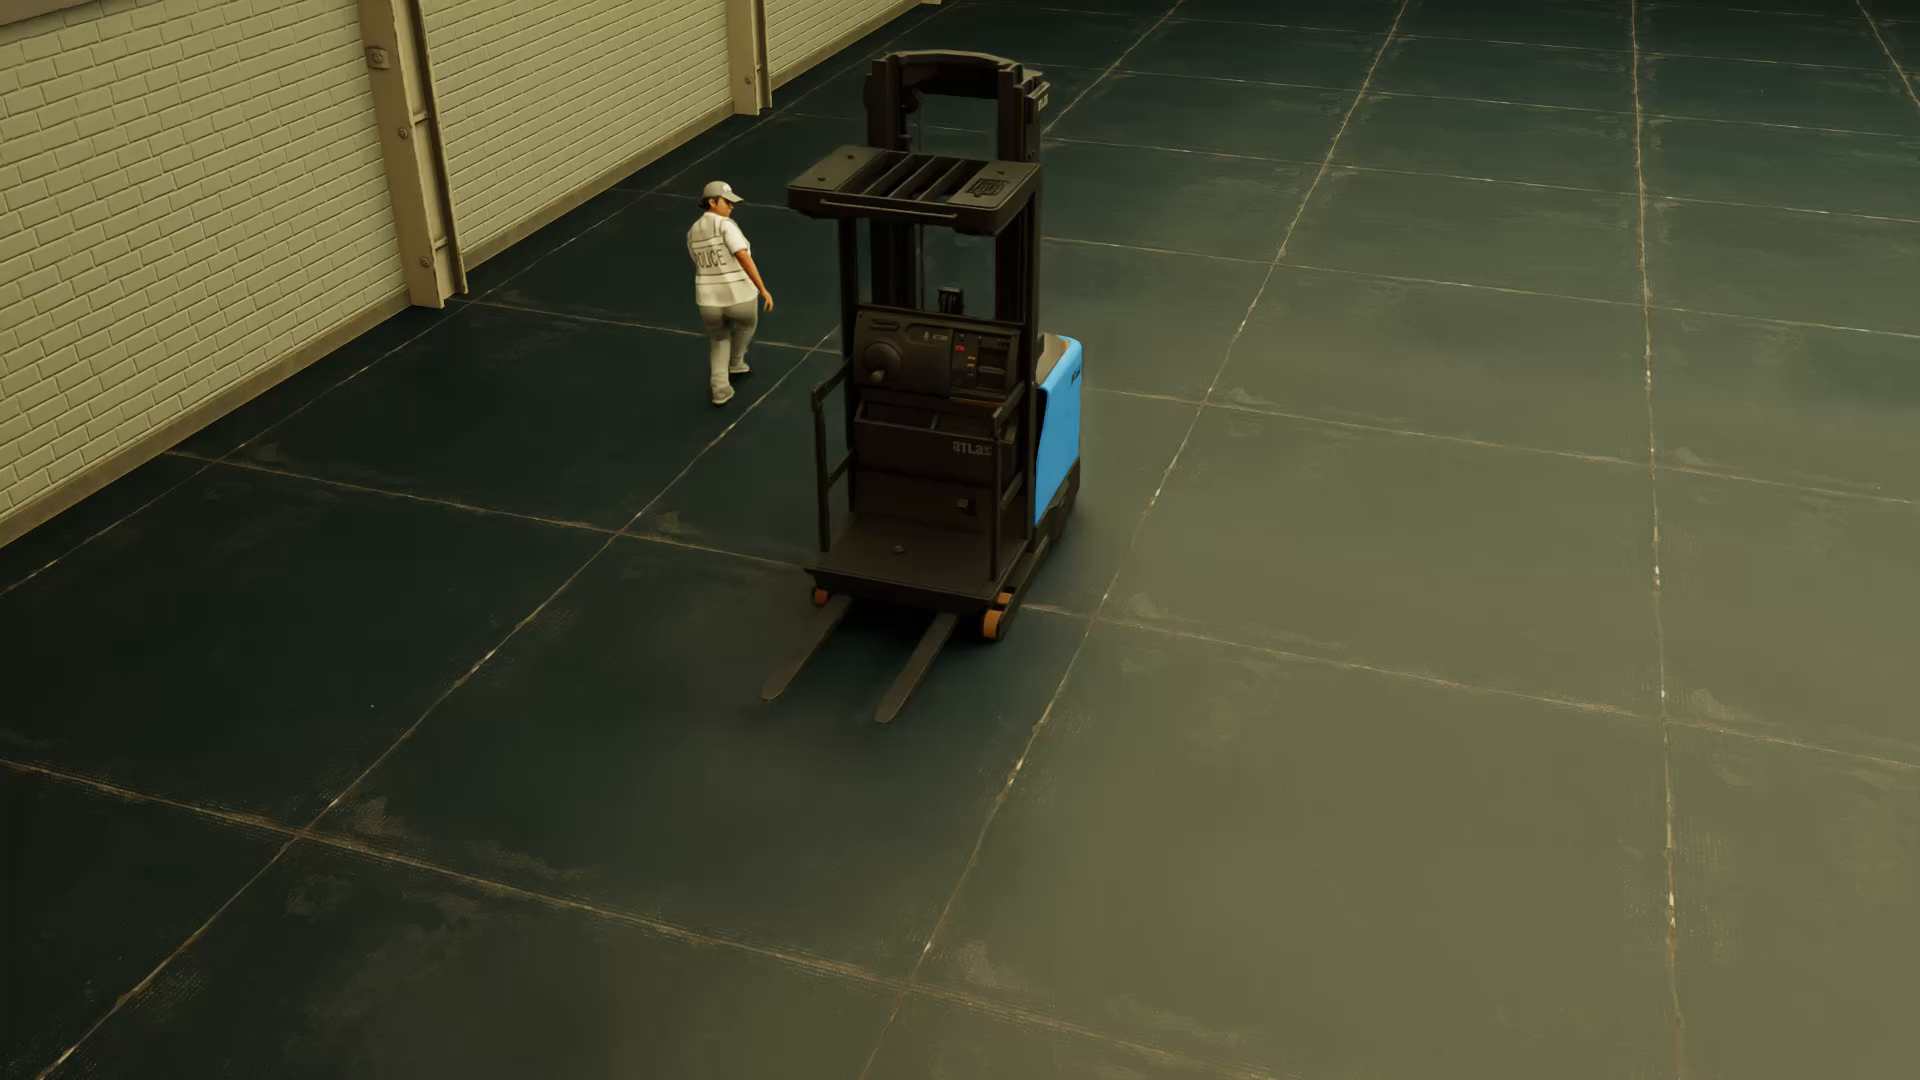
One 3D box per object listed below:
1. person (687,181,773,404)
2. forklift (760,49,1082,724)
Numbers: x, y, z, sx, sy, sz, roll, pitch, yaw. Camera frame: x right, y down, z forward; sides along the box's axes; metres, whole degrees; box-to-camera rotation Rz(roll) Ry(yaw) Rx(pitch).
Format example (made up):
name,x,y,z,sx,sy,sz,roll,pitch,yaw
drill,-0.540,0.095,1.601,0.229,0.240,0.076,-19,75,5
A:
name,x,y,z,sx,sy,sz,roll,pitch,yaw
person,-1.547,-1.756,11.662,0.714,1.518,0.756,7,31,13
forklift,-0.197,-0.951,8.805,1.130,2.935,3.031,9,31,16
